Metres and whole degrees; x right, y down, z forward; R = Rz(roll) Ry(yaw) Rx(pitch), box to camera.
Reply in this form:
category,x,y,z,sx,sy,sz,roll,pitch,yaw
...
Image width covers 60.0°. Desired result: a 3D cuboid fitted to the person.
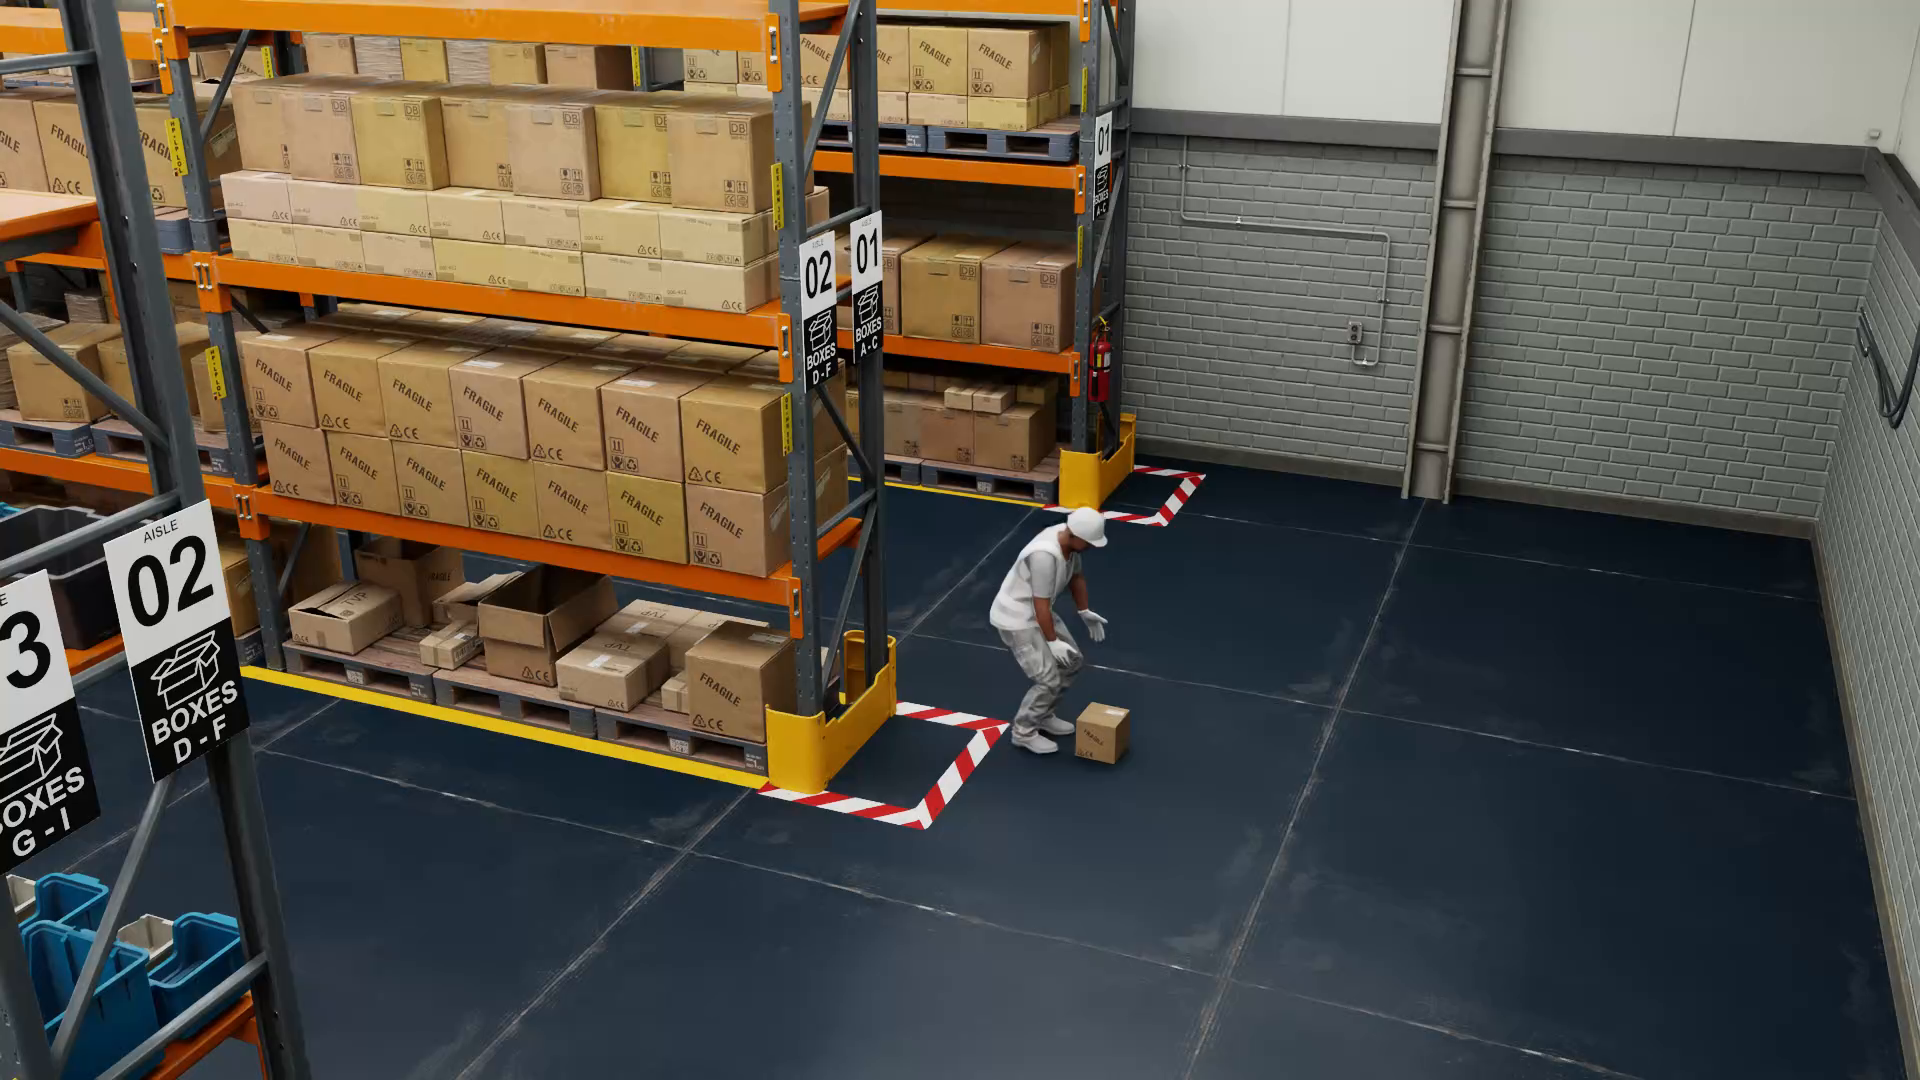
category,x,y,z,sx,sy,sz,roll,pitch,yaw
person,0.540,0.495,10.002,0.674,1.552,0.607,11,25,25
